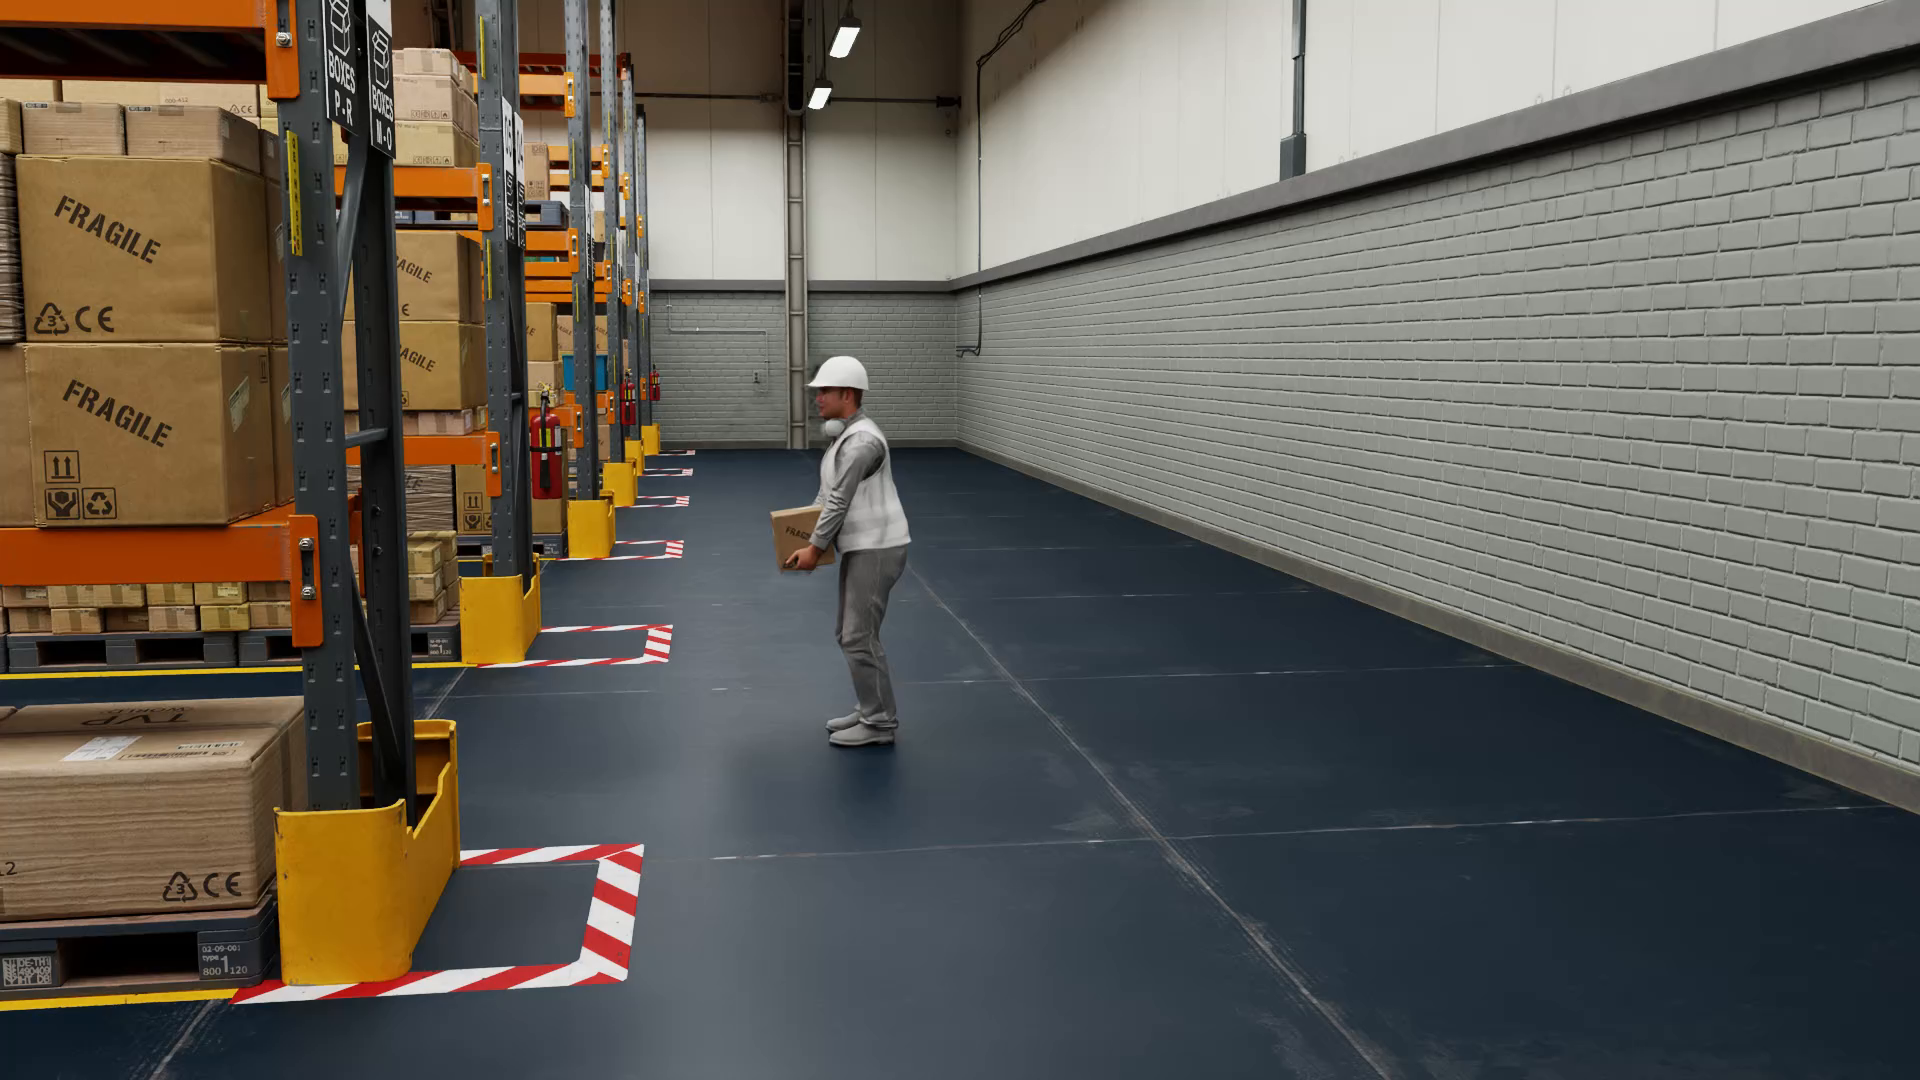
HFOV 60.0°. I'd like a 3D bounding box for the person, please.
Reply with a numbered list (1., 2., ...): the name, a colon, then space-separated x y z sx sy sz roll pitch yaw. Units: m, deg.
1. person: -0.517 0.046 7.597 0.574 1.762 0.489 -1 7 -10
